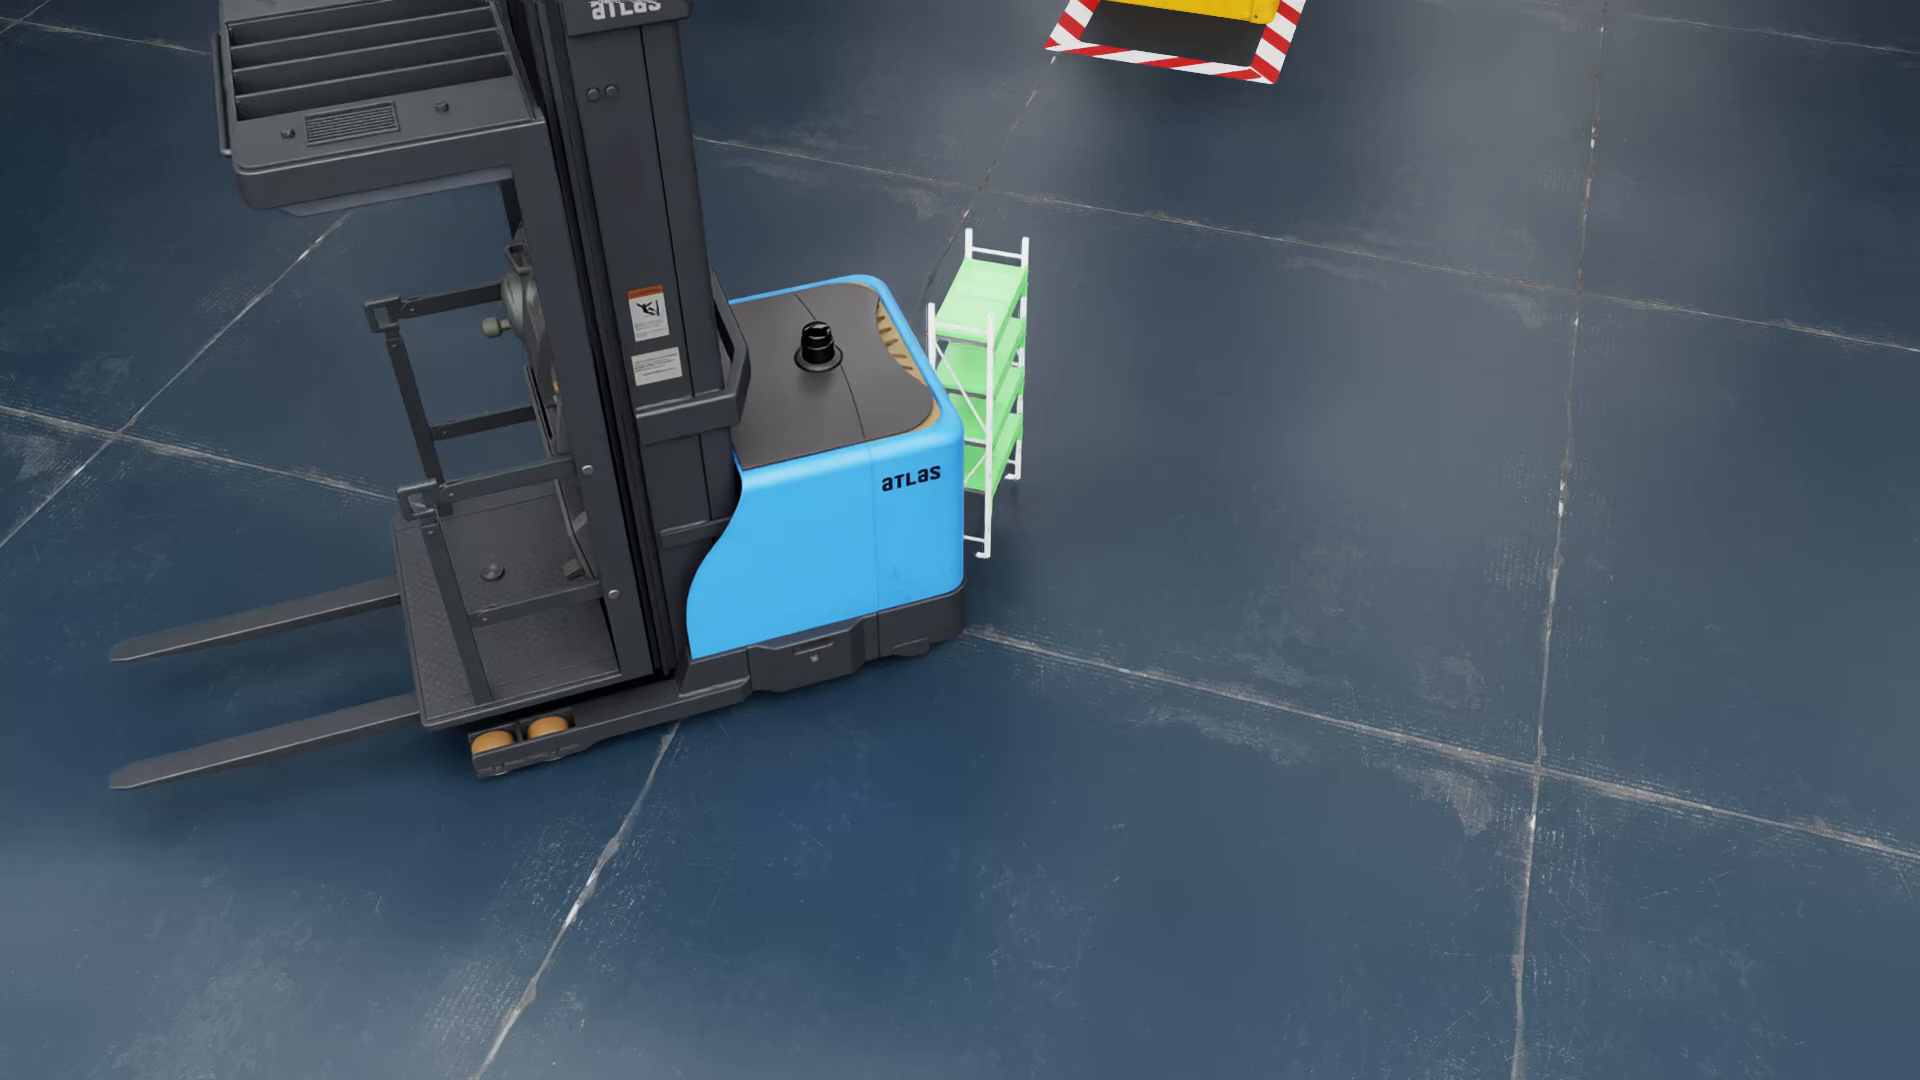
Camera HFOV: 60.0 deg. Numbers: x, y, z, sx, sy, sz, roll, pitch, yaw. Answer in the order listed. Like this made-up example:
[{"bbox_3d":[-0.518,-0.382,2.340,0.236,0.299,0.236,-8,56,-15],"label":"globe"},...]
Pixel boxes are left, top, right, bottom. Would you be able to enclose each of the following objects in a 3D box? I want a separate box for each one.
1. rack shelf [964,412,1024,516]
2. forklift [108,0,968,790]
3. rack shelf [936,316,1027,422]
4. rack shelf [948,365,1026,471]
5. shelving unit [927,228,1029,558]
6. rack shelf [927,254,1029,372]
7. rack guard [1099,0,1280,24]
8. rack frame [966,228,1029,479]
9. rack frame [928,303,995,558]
[{"bbox_3d":[0.071,-0.331,6.665,0.258,0.148,0.480,11,46,11],"label":"rack shelf"},{"bbox_3d":[-1.545,-0.632,5.300,3.031,2.935,1.130,-14,46,-14],"label":"forklift"},{"bbox_3d":[0.071,-0.674,6.329,0.258,0.148,0.480,11,46,11],"label":"rack shelf"},{"bbox_3d":[0.071,-0.502,6.497,0.258,0.148,0.480,11,46,11],"label":"rack shelf"},{"bbox_3d":[0.071,-0.548,6.452,0.258,1.200,0.503,11,46,11],"label":"shelving unit"},{"bbox_3d":[0.071,-0.845,6.161,0.258,0.148,0.480,11,46,11],"label":"rack shelf"},{"bbox_3d":[1.341,-3.473,9.942,1.175,0.500,0.348,13,46,13],"label":"rack guard"},{"bbox_3d":[0.138,-0.712,6.620,0.240,1.200,0.015,11,46,11],"label":"rack frame"},{"bbox_3d":[0.004,-0.384,6.284,0.240,1.200,0.015,11,46,11],"label":"rack frame"}]
